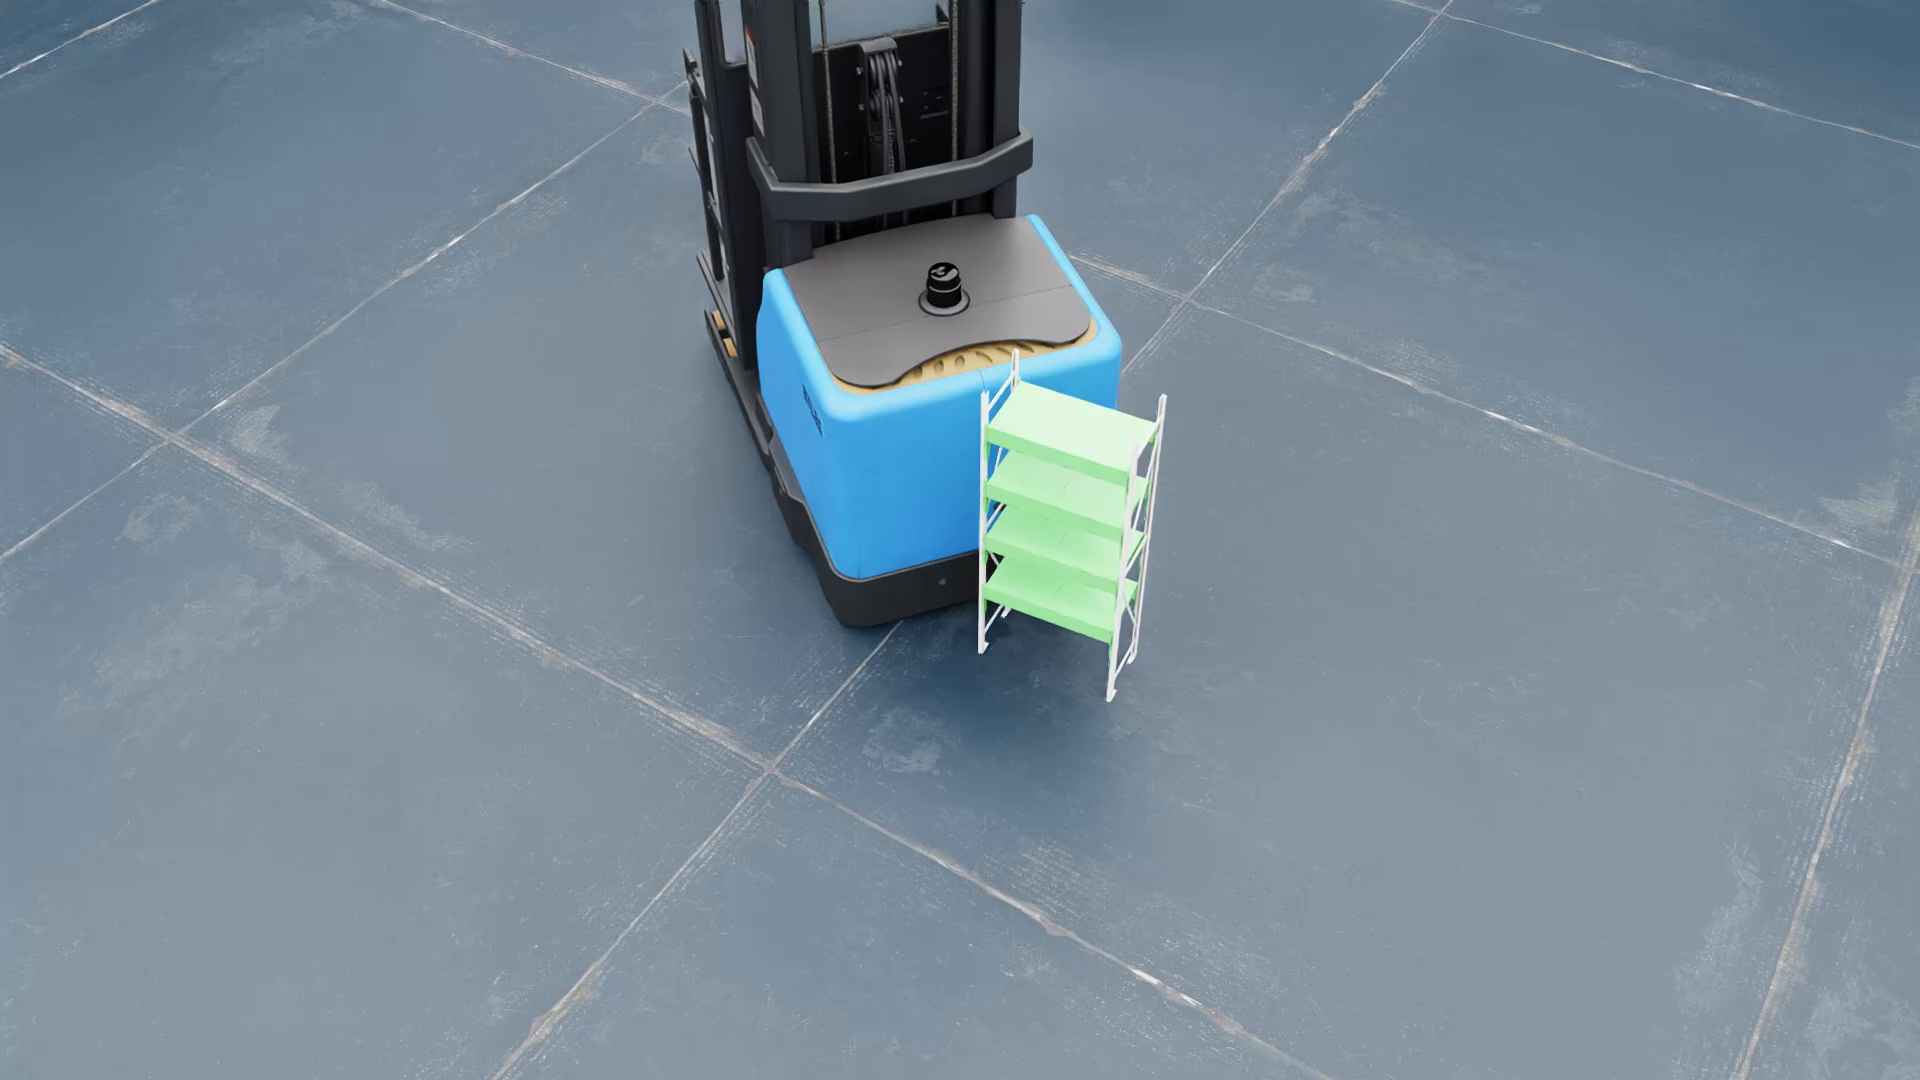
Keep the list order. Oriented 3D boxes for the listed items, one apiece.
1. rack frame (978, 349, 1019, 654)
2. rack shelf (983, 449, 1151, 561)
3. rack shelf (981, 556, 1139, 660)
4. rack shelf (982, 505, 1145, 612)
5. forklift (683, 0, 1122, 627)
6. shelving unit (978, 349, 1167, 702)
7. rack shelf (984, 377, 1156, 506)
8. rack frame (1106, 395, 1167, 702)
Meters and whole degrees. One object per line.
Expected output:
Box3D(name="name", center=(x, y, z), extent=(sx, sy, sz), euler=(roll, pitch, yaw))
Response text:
Box3D(name="rack frame", center=(0.124, -0.095, 5.505), extent=(0.015, 1.200, 0.240), euler=(19, 49, 18))
Box3D(name="rack shelf", center=(0.343, -0.140, 5.304), extent=(0.480, 0.148, 0.258), euler=(19, 49, 18))
Box3D(name="rack shelf", center=(0.343, 0.194, 5.648), extent=(0.480, 0.148, 0.258), euler=(19, 49, 18))
Box3D(name="rack shelf", center=(0.343, 0.027, 5.476), extent=(0.480, 0.148, 0.258), euler=(19, 49, 18))
Box3D(name="forklift", center=(-0.431, -1.791, 5.946), extent=(1.130, 2.935, 3.031), euler=(-15, 48, -14))
Box3D(name="shelving unit", center=(0.343, -0.017, 5.430), extent=(0.503, 1.200, 0.258), euler=(19, 49, 18))
Box3D(name="rack shelf", center=(0.343, -0.307, 5.132), extent=(0.480, 0.148, 0.258), euler=(19, 49, 18))
Box3D(name="rack frame", center=(0.562, 0.060, 5.355), extent=(0.015, 1.200, 0.240), euler=(19, 49, 18))
